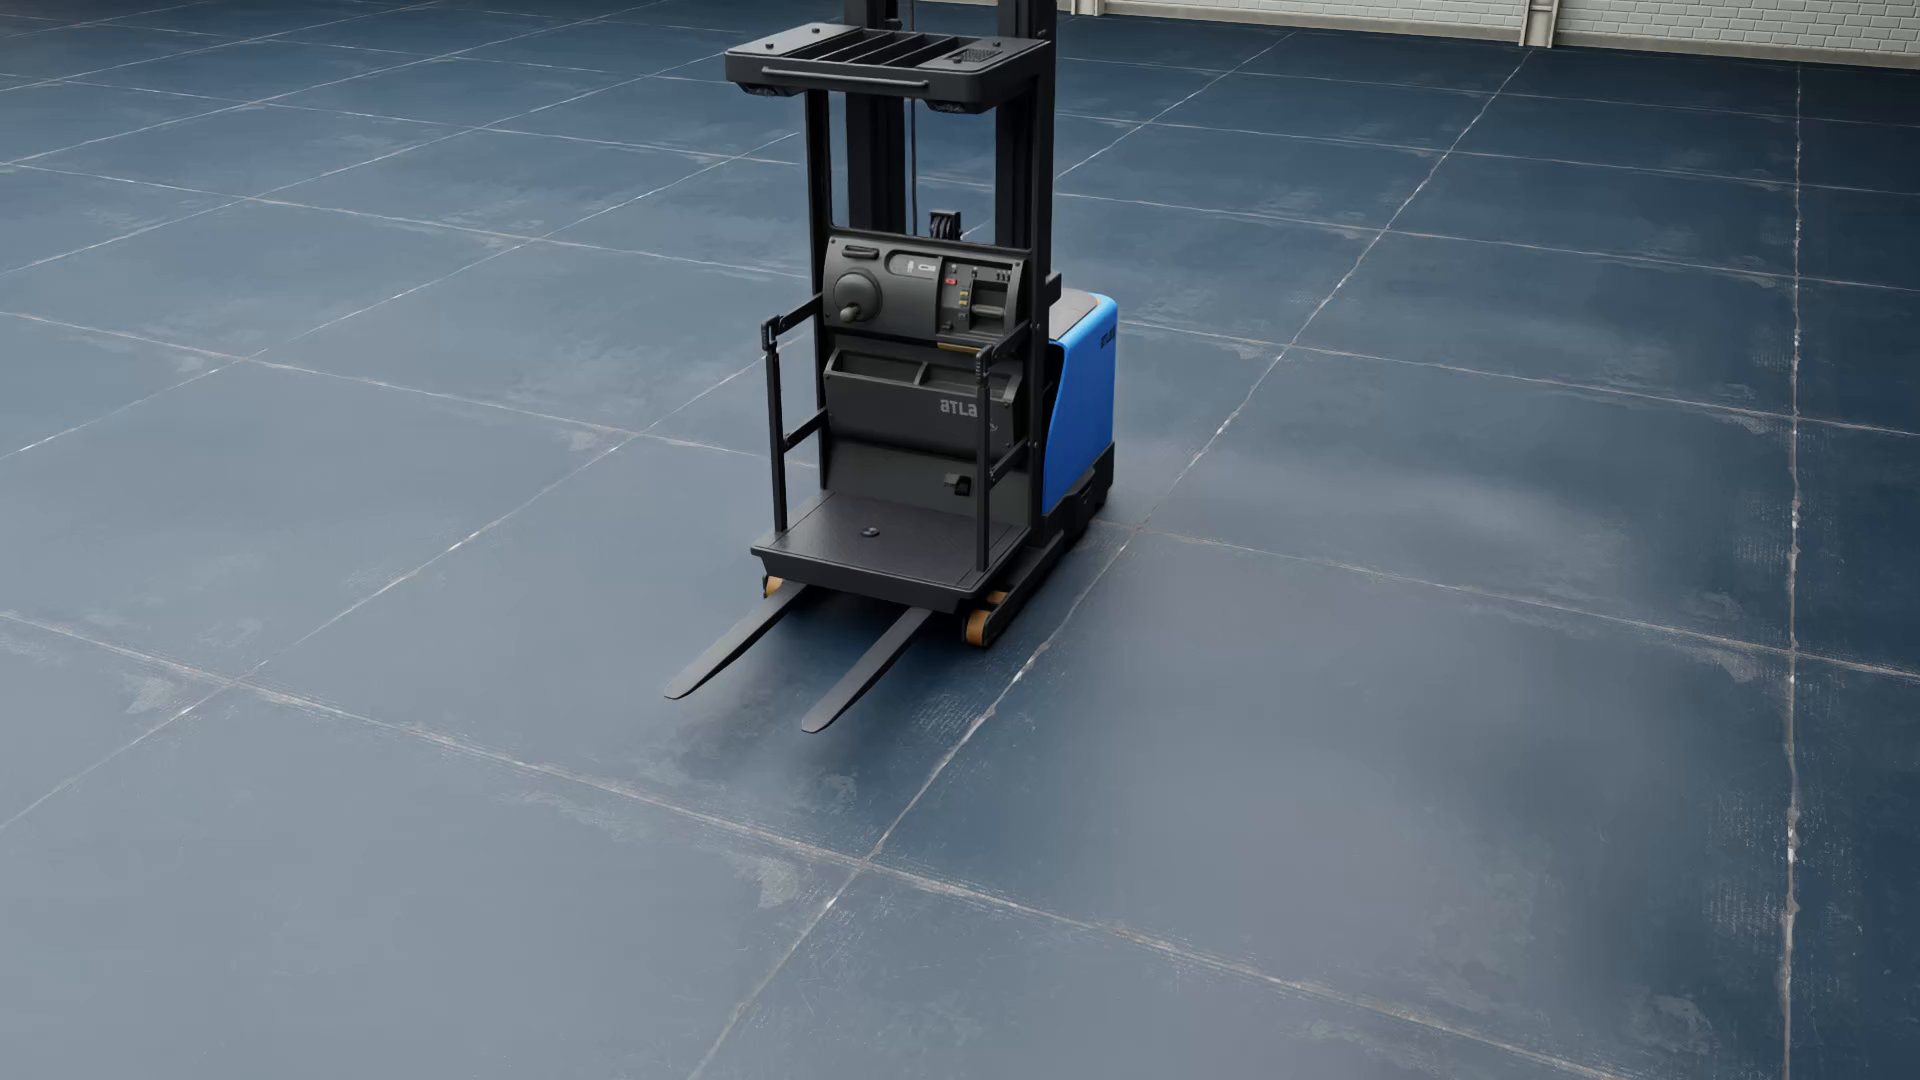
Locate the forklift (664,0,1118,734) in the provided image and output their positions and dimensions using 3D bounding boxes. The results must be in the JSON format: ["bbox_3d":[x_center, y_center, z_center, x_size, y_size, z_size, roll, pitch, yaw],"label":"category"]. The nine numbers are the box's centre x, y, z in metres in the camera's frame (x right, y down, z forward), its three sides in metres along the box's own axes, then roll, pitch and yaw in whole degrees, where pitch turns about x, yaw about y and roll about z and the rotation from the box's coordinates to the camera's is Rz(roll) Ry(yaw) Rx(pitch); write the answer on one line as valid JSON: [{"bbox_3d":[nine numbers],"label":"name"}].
[{"bbox_3d":[-0.251,-1.060,7.084,1.130,2.935,3.031,11,28,21],"label":"forklift"}]

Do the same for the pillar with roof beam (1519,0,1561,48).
[{"bbox_3d":[5.459,-8.524,15.375,0.400,9.000,9.100,11,28,22],"label":"pillar with roof beam"}]

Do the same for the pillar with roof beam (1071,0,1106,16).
[{"bbox_3d":[-0.003,-9.621,17.603,0.400,9.000,9.100,11,28,22],"label":"pillar with roof beam"}]
